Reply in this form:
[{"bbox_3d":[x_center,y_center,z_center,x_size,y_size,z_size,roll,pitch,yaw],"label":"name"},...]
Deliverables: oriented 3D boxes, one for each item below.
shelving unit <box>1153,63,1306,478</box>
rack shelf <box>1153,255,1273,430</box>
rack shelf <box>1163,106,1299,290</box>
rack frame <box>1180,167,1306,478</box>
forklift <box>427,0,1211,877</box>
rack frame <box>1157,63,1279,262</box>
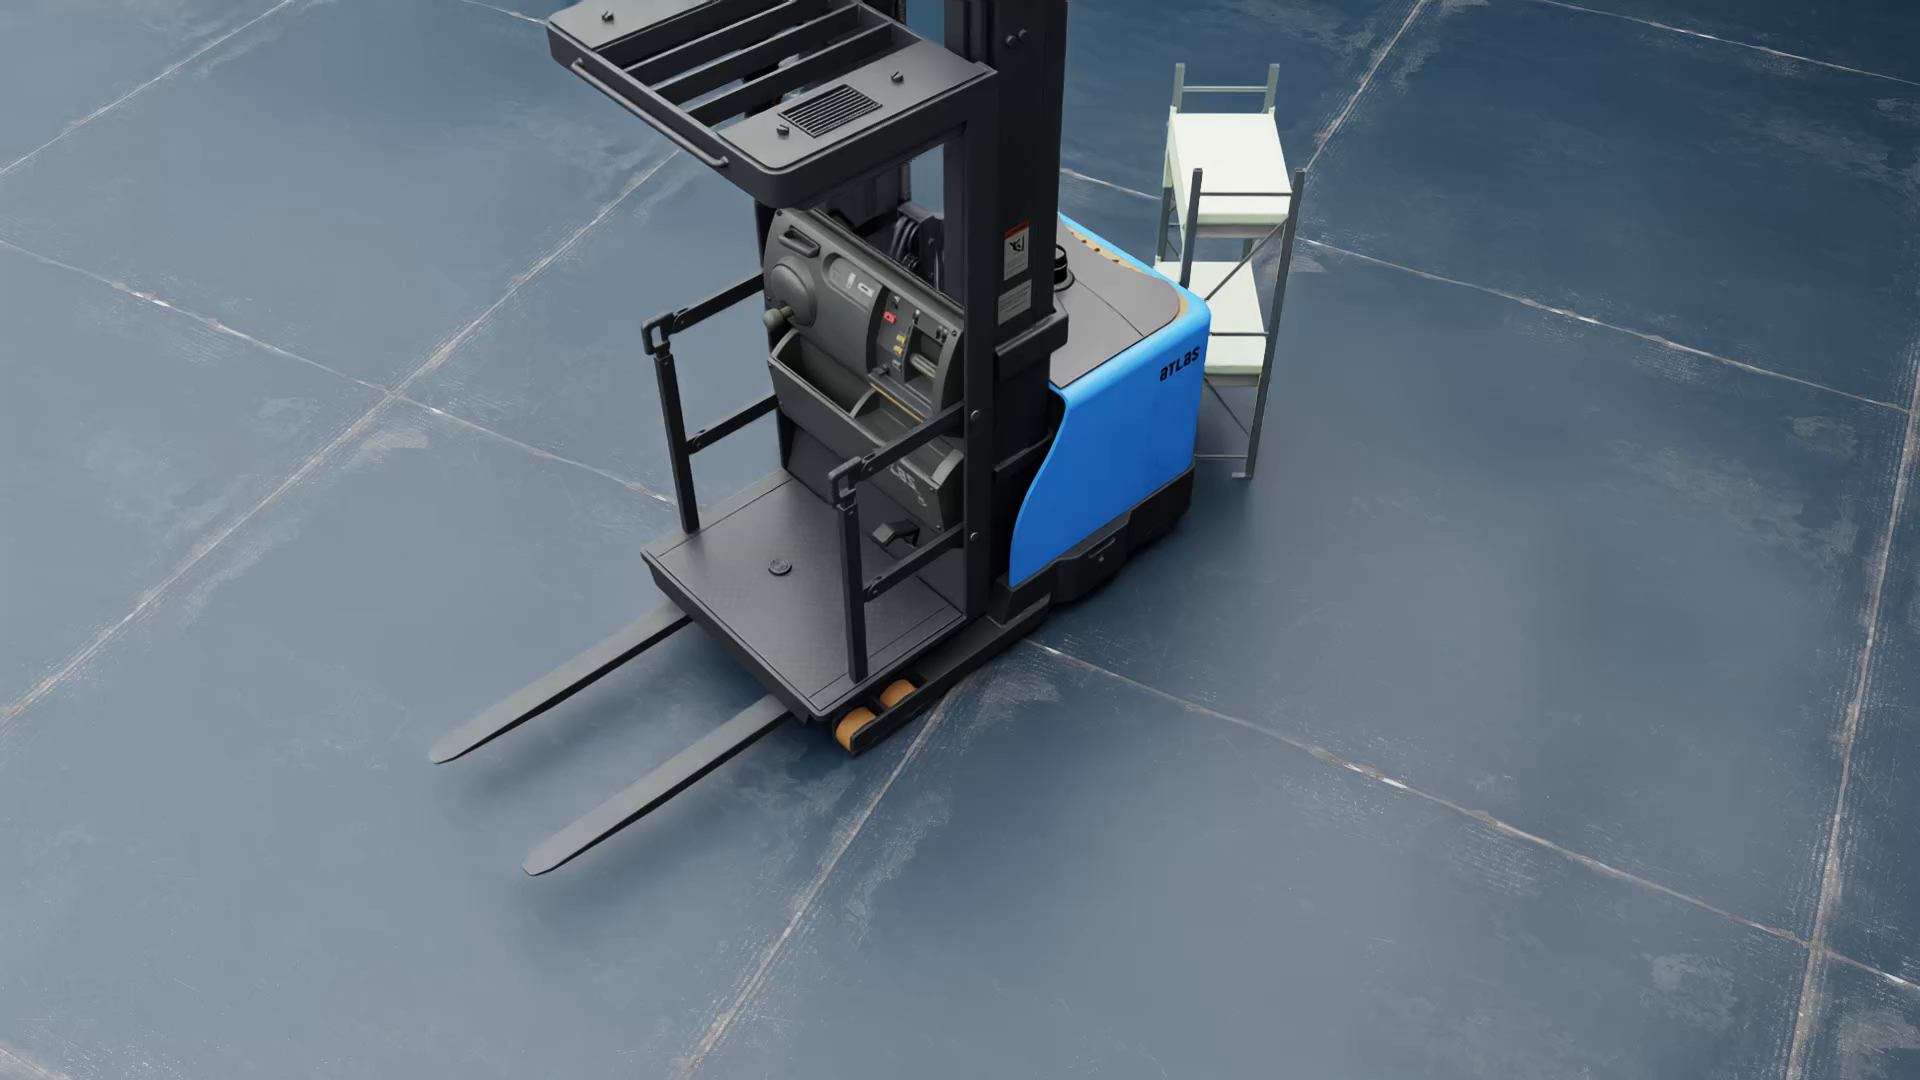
[{"bbox_3d":[1.038,-1.060,6.743,0.431,1.500,0.755,0,45,0],"label":"shelving unit"},{"bbox_3d":[1.038,-0.831,6.975,0.431,0.370,0.720,0,45,0],"label":"rack shelf"},{"bbox_3d":[1.038,-1.334,6.465,0.431,0.370,0.720,0,45,0],"label":"rack shelf"},{"bbox_3d":[1.036,-0.799,6.486,0.400,1.500,0.023,0,45,0],"label":"rack frame"},{"bbox_3d":[-0.488,-0.687,5.368,3.031,2.935,1.130,-33,54,-28],"label":"forklift"},{"bbox_3d":[1.041,-1.320,7.000,0.400,1.500,0.023,0,45,0],"label":"rack frame"}]
